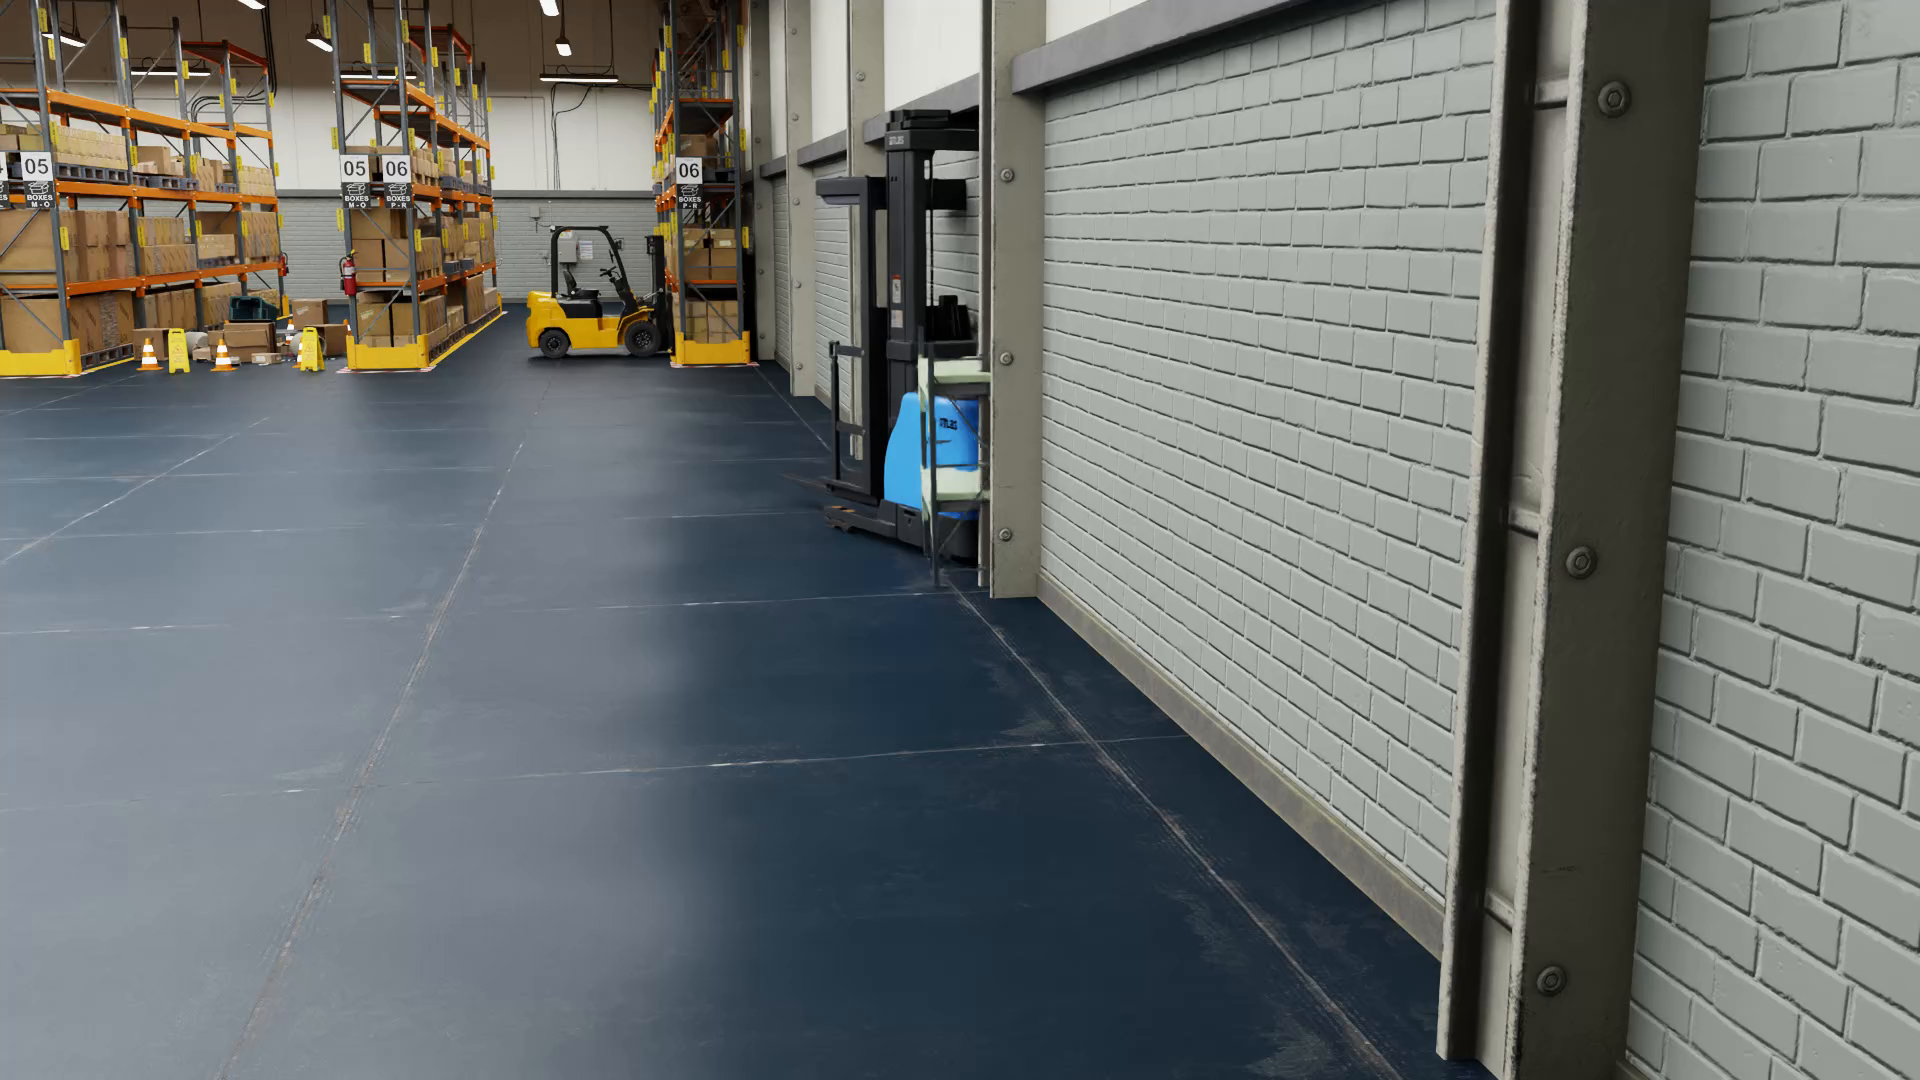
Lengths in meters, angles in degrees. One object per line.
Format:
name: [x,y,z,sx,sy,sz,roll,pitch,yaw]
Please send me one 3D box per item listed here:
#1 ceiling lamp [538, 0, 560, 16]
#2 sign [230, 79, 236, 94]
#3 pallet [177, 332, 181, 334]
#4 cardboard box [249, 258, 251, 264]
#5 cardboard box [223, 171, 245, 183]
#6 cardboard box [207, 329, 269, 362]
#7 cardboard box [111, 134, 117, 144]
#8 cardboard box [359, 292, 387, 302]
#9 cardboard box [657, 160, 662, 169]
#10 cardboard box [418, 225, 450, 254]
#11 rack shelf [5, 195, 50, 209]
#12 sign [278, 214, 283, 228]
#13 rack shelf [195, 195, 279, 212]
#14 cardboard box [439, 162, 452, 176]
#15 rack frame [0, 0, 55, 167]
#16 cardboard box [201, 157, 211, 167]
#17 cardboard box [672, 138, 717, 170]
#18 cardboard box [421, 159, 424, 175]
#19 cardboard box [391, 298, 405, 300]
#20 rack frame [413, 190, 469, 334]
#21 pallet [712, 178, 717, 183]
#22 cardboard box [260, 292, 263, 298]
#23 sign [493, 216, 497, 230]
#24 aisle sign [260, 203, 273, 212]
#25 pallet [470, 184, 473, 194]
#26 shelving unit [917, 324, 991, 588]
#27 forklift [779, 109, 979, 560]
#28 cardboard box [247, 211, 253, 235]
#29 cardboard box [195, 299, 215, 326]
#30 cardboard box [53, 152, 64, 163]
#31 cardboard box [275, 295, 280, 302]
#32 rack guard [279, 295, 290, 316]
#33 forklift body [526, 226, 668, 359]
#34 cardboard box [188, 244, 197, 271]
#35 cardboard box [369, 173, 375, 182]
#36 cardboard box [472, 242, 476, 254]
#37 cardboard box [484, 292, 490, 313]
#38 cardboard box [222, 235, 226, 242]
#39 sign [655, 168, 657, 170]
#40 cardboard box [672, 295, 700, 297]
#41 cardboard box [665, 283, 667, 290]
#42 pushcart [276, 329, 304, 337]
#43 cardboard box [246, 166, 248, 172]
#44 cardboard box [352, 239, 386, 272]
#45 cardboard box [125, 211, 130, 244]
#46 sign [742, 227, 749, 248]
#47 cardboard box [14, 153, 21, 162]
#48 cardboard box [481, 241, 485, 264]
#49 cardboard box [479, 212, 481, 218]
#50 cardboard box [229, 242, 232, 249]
ceiling lamp: [-6.855,-10.753,28.513,0.800,3.185,2.000,-2,11,-11]
sign: [-15.443,-9.636,35.335,0.100,0.325,0.005,-2,11,-11]
pallet: [-14.895,-3.657,30.345,1.003,0.211,1.213,-2,11,-11]
cardboard box: [-15.994,-6.213,36.990,0.380,0.149,0.250,-3,11,-14]
cardboard box: [-15.844,-7.873,36.083,0.500,0.250,0.500,-2,11,-9]
cardboard box: [-11.641,-3.132,26.808,0.637,0.503,0.797,9,14,38]
cardboard box: [-13.949,-6.513,27.020,0.380,0.149,0.250,-2,11,-11]
cardboard box: [-9.365,-3.874,26.516,0.380,0.149,0.250,-2,11,-9]
cardboard box: [-6.566,-8.398,37.152,0.396,0.266,0.258,-2,11,-12]
cardboard box: [-9.404,-5.360,29.651,0.500,0.500,0.500,-2,11,-10]
rack shelf: [-21.260,-7.456,36.750,1.077,0.370,4.000,-2,11,-11]
sign: [-16.216,-7.605,39.690,0.100,0.325,0.005,-2,11,-11]
rack shelf: [-16.375,-7.618,37.600,1.077,0.370,4.000,-2,11,-11]
cardboard box: [-9.315,-6.590,29.554,0.500,0.250,0.500,-2,11,-13]
rack frame: [-13.652,-6.877,23.762,1.000,3.000,0.127,-2,11,-11]
cardboard box: [-15.814,-7.574,34.043,0.797,0.503,0.637,-2,11,-12]
cardboard box: [-4.374,-6.352,27.366,0.700,0.500,0.500,-2,11,-11]
cardboard box: [-8.866,-5.963,26.588,0.500,0.250,0.500,-2,11,-9]
cardboard box: [-9.529,-3.775,27.735,0.500,0.500,0.500,-2,11,-8]
rack frame: [-10.372,-5.596,33.075,1.000,3.000,0.127,-2,11,-11]
pallet: [-4.910,-6.584,30.757,0.805,0.209,1.217,-3,11,-13]
cardboard box: [-16.129,-5.587,37.940,0.380,0.149,0.250,-2,11,-11]
sign: [-11.393,-7.766,40.744,0.100,0.325,0.005,-2,11,-11]
aisle sign: [-16.484,-8.166,39.625,0.394,0.787,0.004,-2,11,-11]
pallet: [-10.923,-7.543,35.793,0.805,0.209,1.217,-3,11,-13]
shelving unit: [-0.014,-0.538,10.354,0.431,1.500,0.755,-3,15,-5]
forklift: [-0.341,-1.539,11.942,1.130,2.935,3.031,-7,13,-32]
cardboard box: [-15.951,-7.004,36.733,0.500,0.500,0.500,-2,11,-13]
cardboard box: [-15.095,-4.515,32.957,0.500,0.500,0.500,-3,11,-13]
cardboard box: [-13.404,-5.610,24.409,0.380,0.149,0.250,-2,11,-11]
cardboard box: [-16.381,-5.730,39.486,0.380,0.149,0.250,-2,11,-13]
rack guard: [-16.749,-5.623,39.901,1.175,0.500,0.348,-2,11,-11]
forklift body: [-6.106,-4.174,27.876,2.313,2.155,1.214,-2,11,-11]
cardboard box: [-14.857,-5.374,31.640,0.500,0.500,0.500,-2,11,-11]
cardboard box: [-9.160,-5.534,25.400,0.380,0.149,0.250,-2,11,-11]
cardboard box: [-10.498,-6.150,35.050,0.500,0.250,0.500,-2,11,-10]
cardboard box: [-11.167,-5.396,37.755,0.875,0.438,0.875,-2,11,-12]
cardboard box: [-15.564,-6.295,34.704,0.380,0.149,0.250,-2,11,-11]
sign: [-6.813,-8.217,37.441,0.100,0.325,0.005,-2,11,-11]
cardboard box: [-4.742,-4.105,28.799,0.500,0.250,0.500,-2,11,-9]
cardboard box: [-6.473,-5.732,37.619,0.380,0.149,0.250,-2,11,-8]
pushcart: [-11.821,-3.482,28.982,1.648,0.377,0.936,-6,13,-31]
cardboard box: [-16.006,-8.226,36.866,0.380,0.149,0.250,-2,11,-13]
cardboard box: [-9.192,-4.413,25.799,0.500,0.500,0.500,-2,11,-12]
cardboard box: [-14.392,-5.199,27.700,0.875,0.550,0.550,-2,11,-11]
sign: [-3.402,-4.793,26.330,0.100,0.325,0.005,-2,11,-11]
cardboard box: [-14.097,-5.631,24.516,0.380,0.149,0.250,-2,11,-11]
cardboard box: [-10.985,-6.474,37.422,0.500,0.500,0.500,-2,11,-9]
cardboard box: [-11.102,-7.395,37.853,0.380,0.149,0.250,-2,11,-11]
cardboard box: [-15.663,-6.246,35.243,0.380,0.149,0.250,-2,11,-11]
